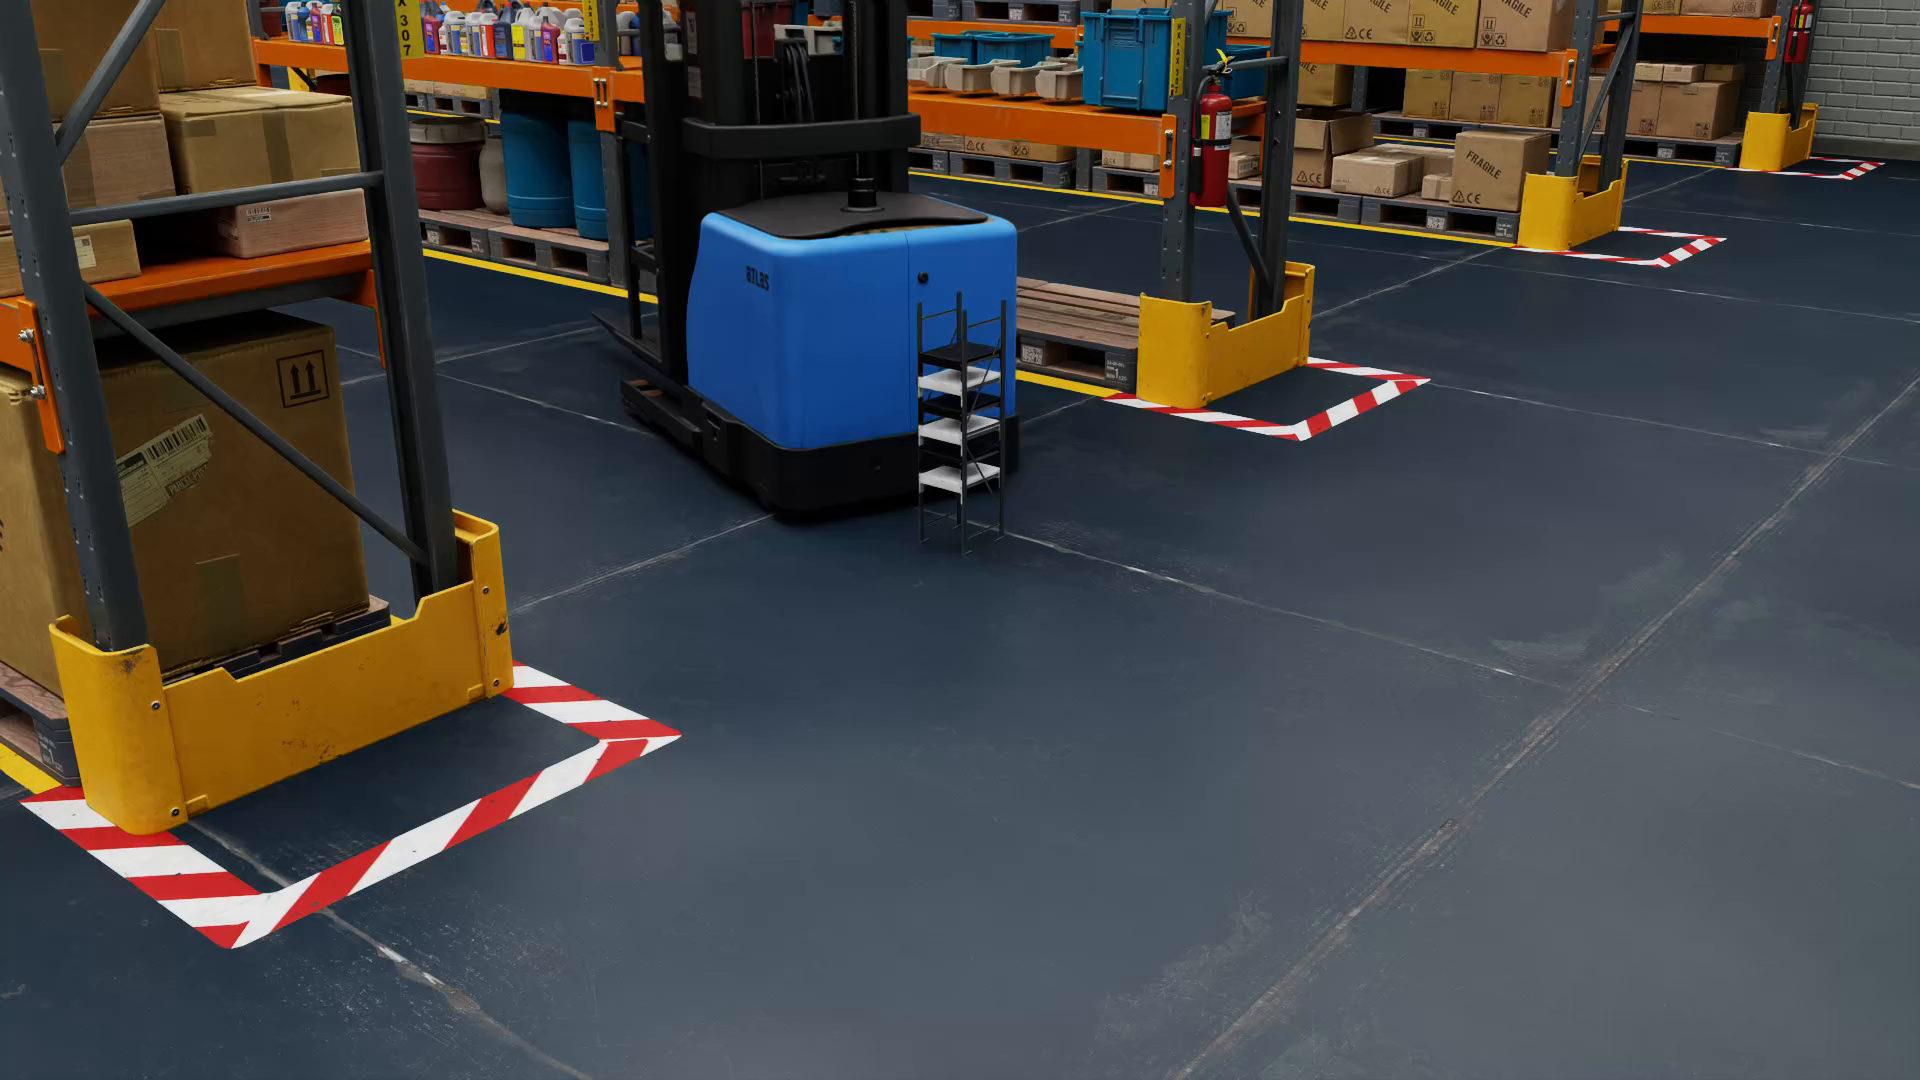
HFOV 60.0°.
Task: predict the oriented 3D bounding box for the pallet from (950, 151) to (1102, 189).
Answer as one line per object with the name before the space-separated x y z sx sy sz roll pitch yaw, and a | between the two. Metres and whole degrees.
pallet | 0.677 -3.318 14.668 1.213 0.211 1.003 16 26 36

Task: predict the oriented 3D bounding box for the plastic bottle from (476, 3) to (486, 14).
plastic bottle | -3.382 -3.627 11.700 0.133 0.283 0.061 16 26 36

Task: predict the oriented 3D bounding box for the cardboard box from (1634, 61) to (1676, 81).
cardboard box | 6.540 -4.409 15.637 0.250 0.149 0.380 17 26 38

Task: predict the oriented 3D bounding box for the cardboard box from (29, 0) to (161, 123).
cardboard box | -2.381 -1.309 4.116 0.500 0.500 0.500 16 26 37

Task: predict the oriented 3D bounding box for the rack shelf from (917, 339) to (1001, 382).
rack shelf | 0.006 -0.641 5.921 0.200 0.077 0.258 16 26 36

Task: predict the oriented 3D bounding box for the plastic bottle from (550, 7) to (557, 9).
plastic bottle | -2.819 -3.506 11.390 0.135 0.276 0.152 16 26 36

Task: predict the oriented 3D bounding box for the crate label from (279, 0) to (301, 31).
crate label | -5.502 -4.303 13.278 0.616 0.435 0.502 16 26 36

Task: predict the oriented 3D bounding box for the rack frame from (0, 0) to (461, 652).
rack frame | -1.837 -0.852 4.177 0.127 3.000 1.000 16 26 36

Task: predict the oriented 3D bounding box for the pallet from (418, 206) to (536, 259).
pallet | -3.325 -2.249 11.834 1.213 0.211 1.003 16 26 36

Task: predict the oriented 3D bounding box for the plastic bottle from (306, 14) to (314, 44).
plastic bottle | -4.624 -3.658 11.899 0.097 0.201 0.097 0 21 0

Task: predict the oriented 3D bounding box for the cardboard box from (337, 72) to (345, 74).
cardboard box | -7.302 -5.748 20.461 0.500 0.250 0.500 16 26 36

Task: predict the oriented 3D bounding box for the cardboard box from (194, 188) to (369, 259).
cardboard box | -1.903 -0.904 4.670 0.250 0.149 0.380 16 26 37

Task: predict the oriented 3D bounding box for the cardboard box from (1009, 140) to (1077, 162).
cardboard box | 0.767 -3.520 14.170 0.500 0.500 0.500 16 26 36

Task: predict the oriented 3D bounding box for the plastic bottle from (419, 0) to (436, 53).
plastic bottle | -3.577 -3.437 11.101 0.185 0.351 0.144 16 26 36

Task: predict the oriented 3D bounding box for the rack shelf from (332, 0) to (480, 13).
rack shelf | -6.417 -6.346 19.765 4.000 0.370 1.077 16 26 36

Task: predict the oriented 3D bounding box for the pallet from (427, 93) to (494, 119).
pallet | -5.457 -5.121 19.448 1.213 0.211 1.003 16 26 36

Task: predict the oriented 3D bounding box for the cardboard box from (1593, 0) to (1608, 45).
cardboard box | 4.253 -3.777 11.791 0.500 0.500 0.500 17 26 37

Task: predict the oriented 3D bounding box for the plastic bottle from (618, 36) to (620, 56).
plastic bottle | -2.270 -3.256 10.834 0.097 0.201 0.097 0 21 0

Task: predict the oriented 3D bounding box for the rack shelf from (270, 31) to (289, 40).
rack shelf | -6.453 -4.100 13.810 4.000 0.370 1.077 16 26 36

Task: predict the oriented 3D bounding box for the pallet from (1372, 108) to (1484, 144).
pallet | 5.000 -4.311 17.301 1.213 0.211 1.003 16 26 36

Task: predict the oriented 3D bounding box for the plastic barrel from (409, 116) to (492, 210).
plastic barrel | -3.638 -2.703 11.906 0.708 0.588 0.600 16 26 36

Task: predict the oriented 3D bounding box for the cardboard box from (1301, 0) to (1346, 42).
cardboard box | 2.733 -3.972 12.307 0.500 0.500 0.500 16 26 36

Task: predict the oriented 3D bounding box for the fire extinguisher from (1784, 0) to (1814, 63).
fire extinguisher | 7.384 -4.544 14.604 0.183 0.674 0.296 16 26 36

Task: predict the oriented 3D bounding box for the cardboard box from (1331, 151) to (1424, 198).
cardboard box | 3.136 -2.753 12.490 0.500 0.250 0.500 16 26 36

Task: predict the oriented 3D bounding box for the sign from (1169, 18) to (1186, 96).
sign | 0.959 -2.128 7.330 0.005 0.325 0.100 16 26 36

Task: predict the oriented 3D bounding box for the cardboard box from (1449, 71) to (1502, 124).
cardboard box | 5.362 -4.526 16.866 0.500 0.500 0.700 16 26 36

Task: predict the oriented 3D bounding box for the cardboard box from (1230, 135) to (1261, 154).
cardboard box | 2.533 -3.183 13.544 0.500 0.311 0.500 16 26 36

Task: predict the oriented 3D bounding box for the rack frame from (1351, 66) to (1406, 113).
rack frame | 4.460 -5.807 17.315 0.127 3.000 1.000 16 26 36

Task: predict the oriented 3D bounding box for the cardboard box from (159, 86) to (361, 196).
cardboard box | -2.038 -1.102 4.630 0.500 0.250 0.500 15 25 35

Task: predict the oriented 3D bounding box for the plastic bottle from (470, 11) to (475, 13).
plastic bottle | -3.207 -3.352 10.988 0.097 0.271 0.097 0 21 0

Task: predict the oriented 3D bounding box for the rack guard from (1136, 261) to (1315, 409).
rack guard | 1.322 -1.035 8.203 0.348 0.500 1.175 16 26 36

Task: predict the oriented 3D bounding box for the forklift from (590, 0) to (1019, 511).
forklift | -0.915 -1.958 7.206 1.130 2.935 3.031 -11 23 -27

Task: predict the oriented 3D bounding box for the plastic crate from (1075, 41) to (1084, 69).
plastic crate | 0.802 -2.448 8.560 0.300 0.233 0.416 16 26 36

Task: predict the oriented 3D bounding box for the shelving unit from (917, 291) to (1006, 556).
shelving unit | 0.006 -0.419 6.005 0.210 0.900 0.258 16 26 36

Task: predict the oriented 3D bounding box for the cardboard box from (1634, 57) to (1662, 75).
cardboard box | 6.590 -4.569 16.061 0.250 0.149 0.380 16 26 37

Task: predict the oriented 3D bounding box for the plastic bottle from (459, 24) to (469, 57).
plastic bottle | -3.199 -3.247 10.810 0.097 0.201 0.097 0 21 0

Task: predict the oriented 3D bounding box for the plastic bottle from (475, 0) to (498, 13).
plastic bottle | -3.338 -3.692 11.778 0.185 0.351 0.144 16 26 36

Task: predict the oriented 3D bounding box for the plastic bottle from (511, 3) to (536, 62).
plastic bottle | -2.723 -3.191 10.449 0.185 0.351 0.144 16 26 36

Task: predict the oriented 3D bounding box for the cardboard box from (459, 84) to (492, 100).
cardboard box | -5.365 -5.190 18.982 0.500 0.250 0.500 16 26 36

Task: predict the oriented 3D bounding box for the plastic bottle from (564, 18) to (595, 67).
plastic bottle | -2.314 -3.040 10.154 0.135 0.276 0.152 16 26 36

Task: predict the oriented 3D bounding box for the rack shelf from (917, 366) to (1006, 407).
rack shelf | 0.006 -0.556 5.953 0.200 0.077 0.258 16 26 36

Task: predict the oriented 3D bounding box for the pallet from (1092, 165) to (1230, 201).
pallet | 1.862 -2.993 13.807 1.213 0.211 1.003 16 26 36

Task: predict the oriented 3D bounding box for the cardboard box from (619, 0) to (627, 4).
cardboard box | -3.486 -5.878 17.363 0.500 0.500 0.500 16 26 36

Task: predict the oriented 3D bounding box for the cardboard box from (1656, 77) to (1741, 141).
cardboard box | 6.953 -4.070 15.657 0.500 0.500 0.700 16 26 36

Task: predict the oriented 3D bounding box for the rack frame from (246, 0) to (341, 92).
rack frame | -4.903 -3.991 12.500 0.127 3.000 1.000 16 26 36

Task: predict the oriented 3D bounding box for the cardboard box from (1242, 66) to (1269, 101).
cardboard box | 3.184 -5.304 18.434 0.750 0.750 0.750 17 27 38

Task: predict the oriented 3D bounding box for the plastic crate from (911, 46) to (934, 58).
plastic crate | -0.265 -2.697 9.357 0.466 0.136 0.293 16 26 36

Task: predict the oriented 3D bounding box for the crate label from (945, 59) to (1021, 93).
crate label | 0.102 -2.367 8.483 0.243 0.136 0.396 16 26 36

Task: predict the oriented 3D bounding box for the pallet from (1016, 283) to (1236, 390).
pallet | 0.680 -1.096 8.775 1.213 0.211 1.003 16 26 36

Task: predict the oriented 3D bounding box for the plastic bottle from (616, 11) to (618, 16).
plastic bottle | -2.278 -3.361 11.011 0.097 0.271 0.097 0 21 0

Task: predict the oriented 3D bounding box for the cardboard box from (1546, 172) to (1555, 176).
cardboard box | 4.322 -2.619 12.278 0.250 0.149 0.380 16 26 36
